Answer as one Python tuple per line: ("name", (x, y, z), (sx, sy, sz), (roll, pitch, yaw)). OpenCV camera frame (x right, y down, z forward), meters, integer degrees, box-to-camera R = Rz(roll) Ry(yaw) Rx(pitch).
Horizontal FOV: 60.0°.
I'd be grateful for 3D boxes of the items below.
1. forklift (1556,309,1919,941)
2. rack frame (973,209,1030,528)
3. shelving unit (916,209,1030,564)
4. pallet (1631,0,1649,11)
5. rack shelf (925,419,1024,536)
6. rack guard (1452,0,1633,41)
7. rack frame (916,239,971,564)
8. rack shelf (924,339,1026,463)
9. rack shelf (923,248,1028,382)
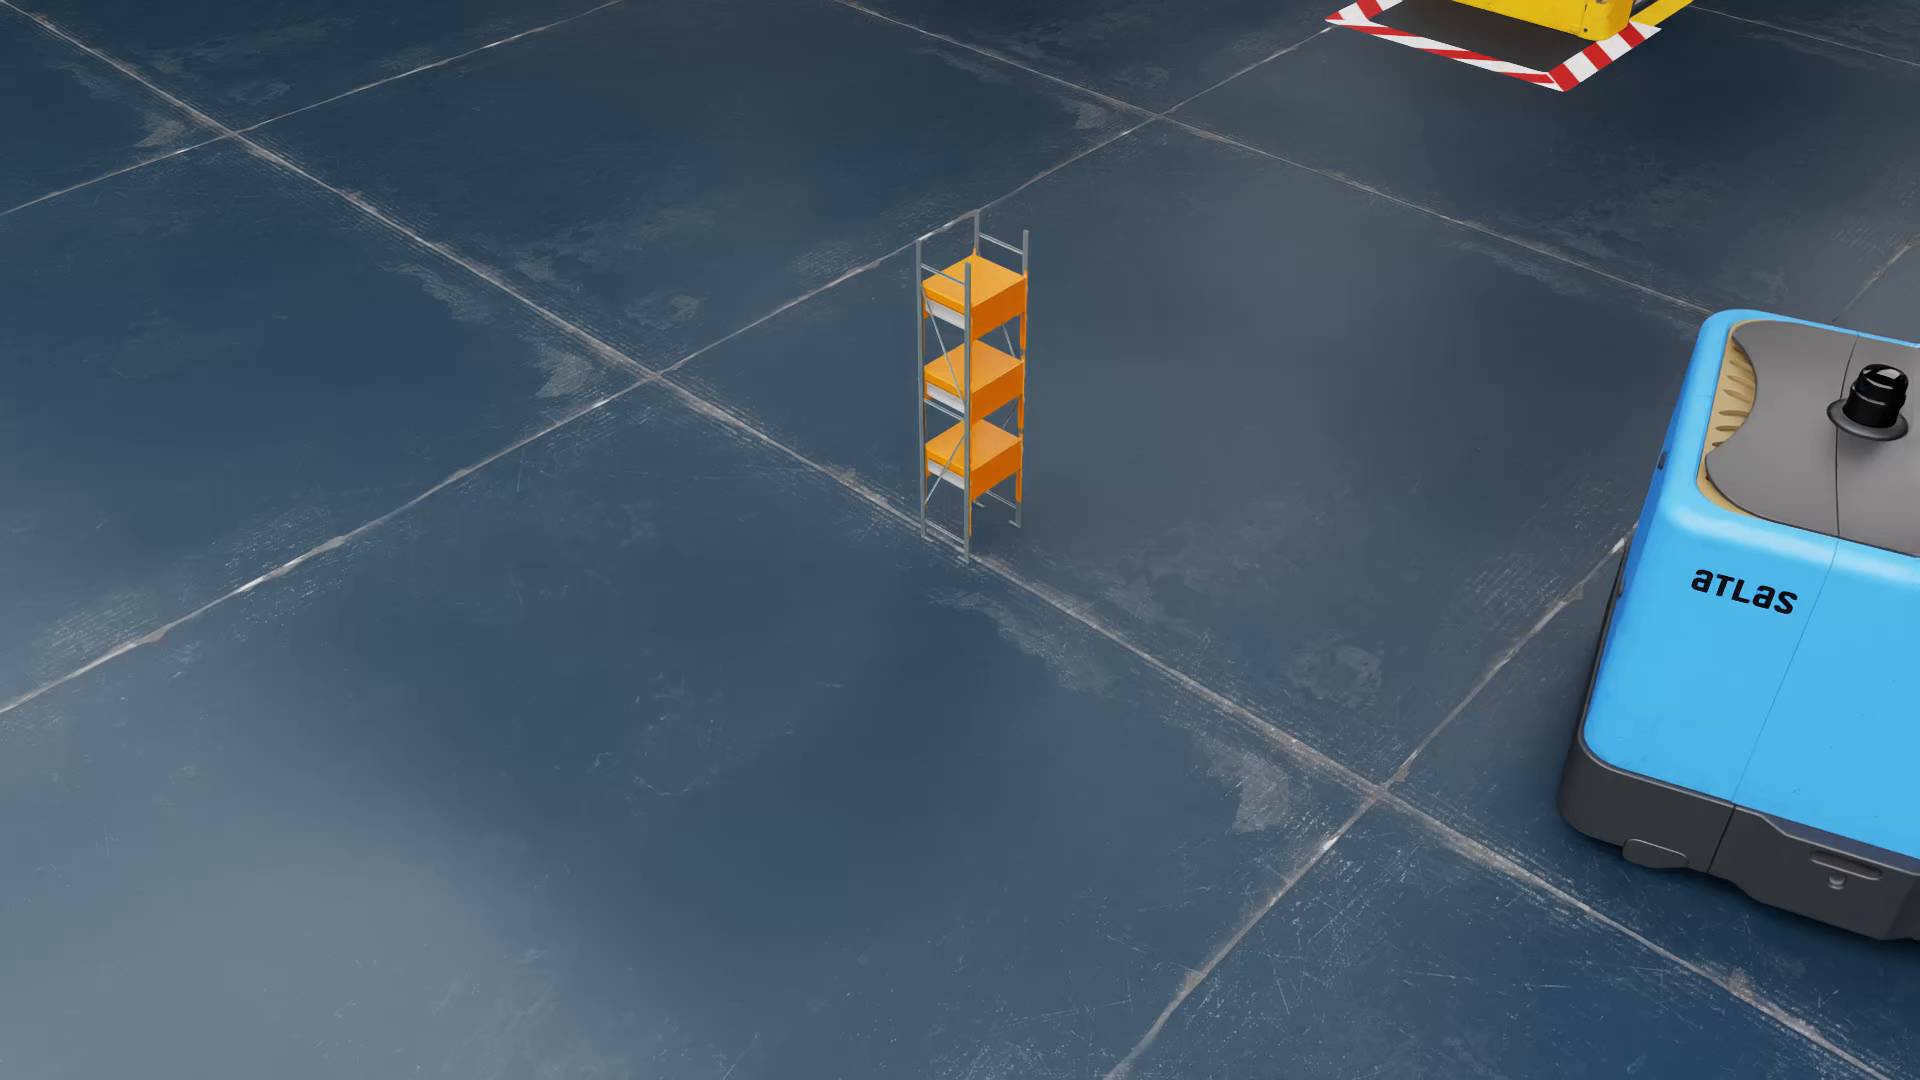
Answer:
("forklift", (3.092, -0.259, 3.220), (3.031, 2.935, 1.130), (17, 41, 20))
("rack frame", (0.118, -0.492, 5.025), (0.200, 1.050, 0.008), (30, 47, 32))
("shelving unit", (0.036, -0.435, 4.954), (0.215, 1.050, 0.252), (30, 47, 32))
("pallet", (3.481, -3.292, 9.220), (1.003, 0.211, 1.213), (30, 47, 32))
("rack shelf", (0.036, -0.210, 5.134), (0.215, 0.259, 0.240), (30, 47, 32))
("rack guard", (2.929, -3.034, 8.664), (1.175, 0.500, 0.348), (30, 47, 32))
("rack frame", (-0.046, -0.379, 4.884), (0.200, 1.050, 0.008), (30, 47, 32))
("rack shelf", (0.036, -0.427, 4.961), (0.215, 0.259, 0.240), (30, 47, 32))
("rack shelf", (0.036, -0.649, 4.784), (0.215, 0.259, 0.240), (30, 47, 32))
